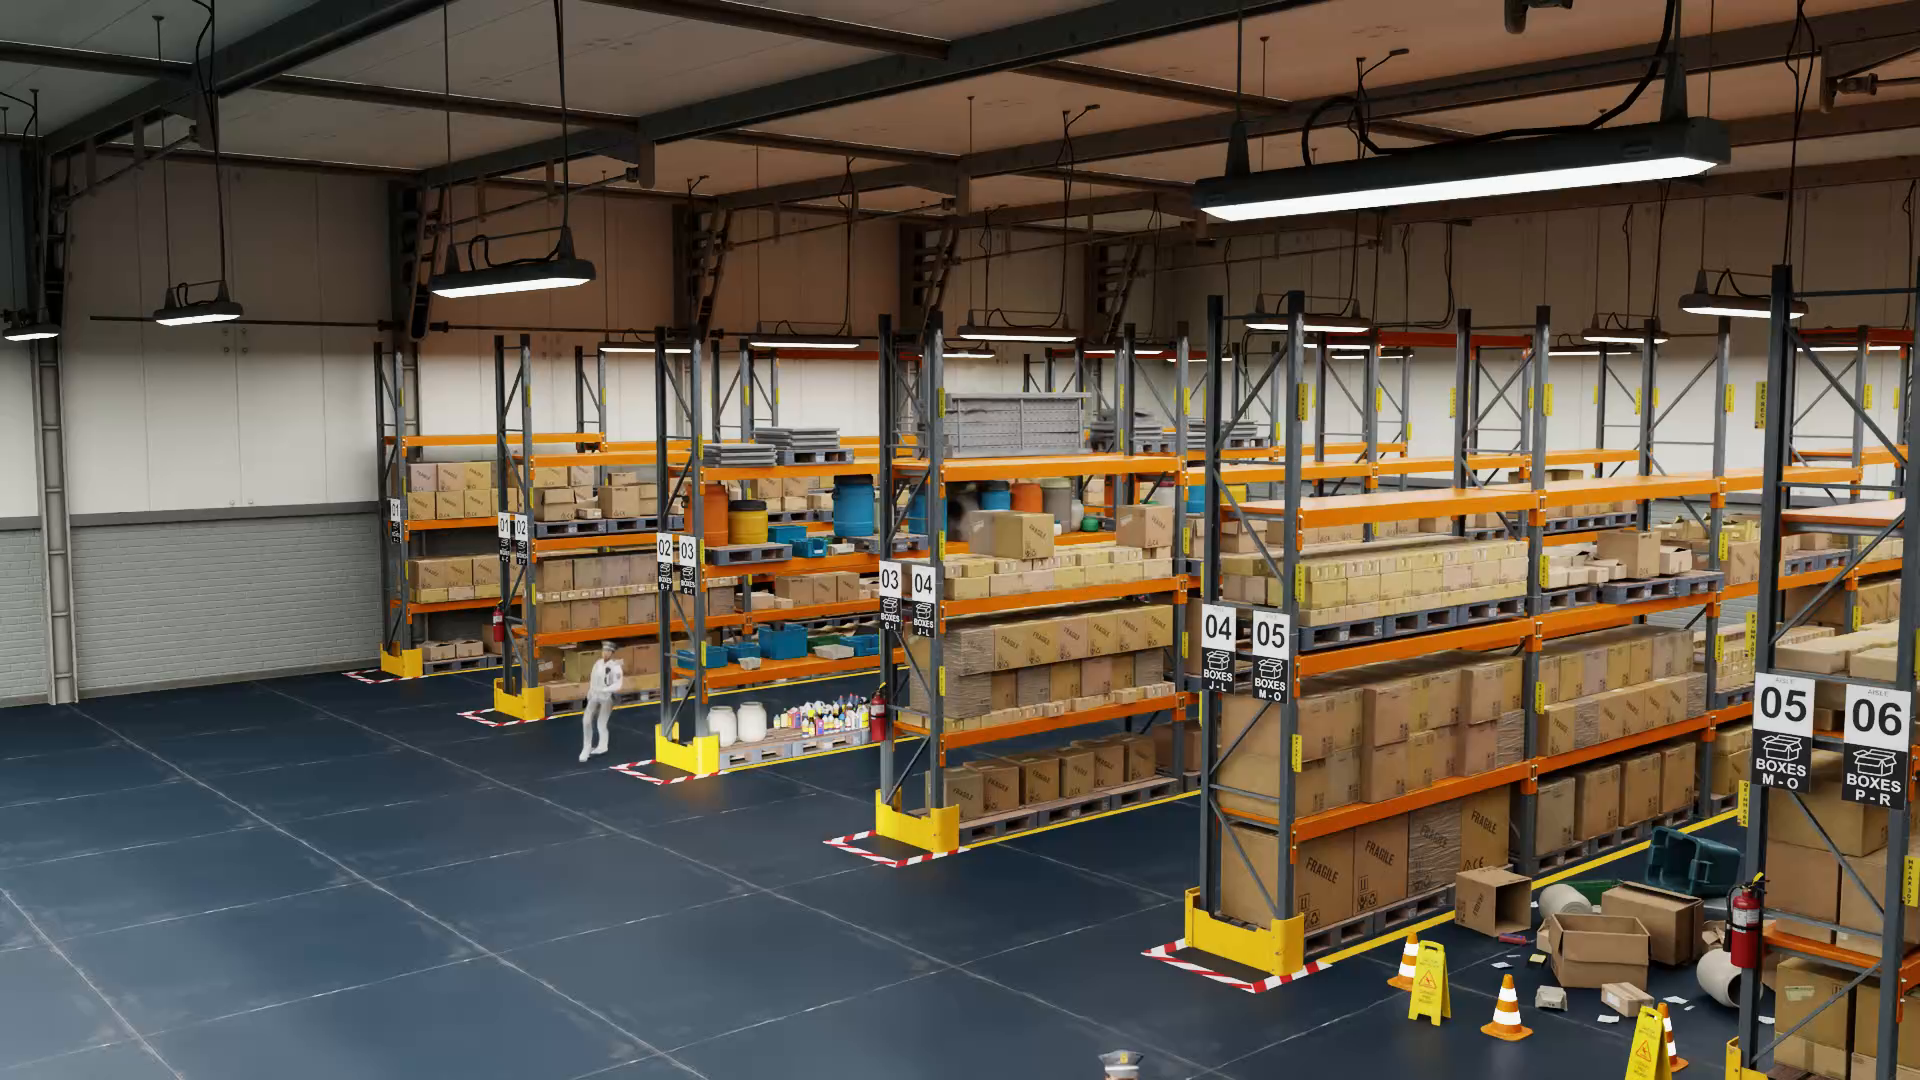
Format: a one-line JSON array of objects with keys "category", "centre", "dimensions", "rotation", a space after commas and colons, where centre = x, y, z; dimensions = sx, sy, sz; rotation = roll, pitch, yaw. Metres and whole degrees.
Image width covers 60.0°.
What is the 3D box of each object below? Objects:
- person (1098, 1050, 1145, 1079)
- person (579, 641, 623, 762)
[{"category": "person", "centre": [0.856, 3.510, 8.769], "dimensions": [0.602, 1.734, 0.812], "rotation": [0, 5, -1]}, {"category": "person", "centre": [-4.957, 2.224, 23.112], "dimensions": [0.595, 1.663, 0.641], "rotation": [1, 5, 14]}]
